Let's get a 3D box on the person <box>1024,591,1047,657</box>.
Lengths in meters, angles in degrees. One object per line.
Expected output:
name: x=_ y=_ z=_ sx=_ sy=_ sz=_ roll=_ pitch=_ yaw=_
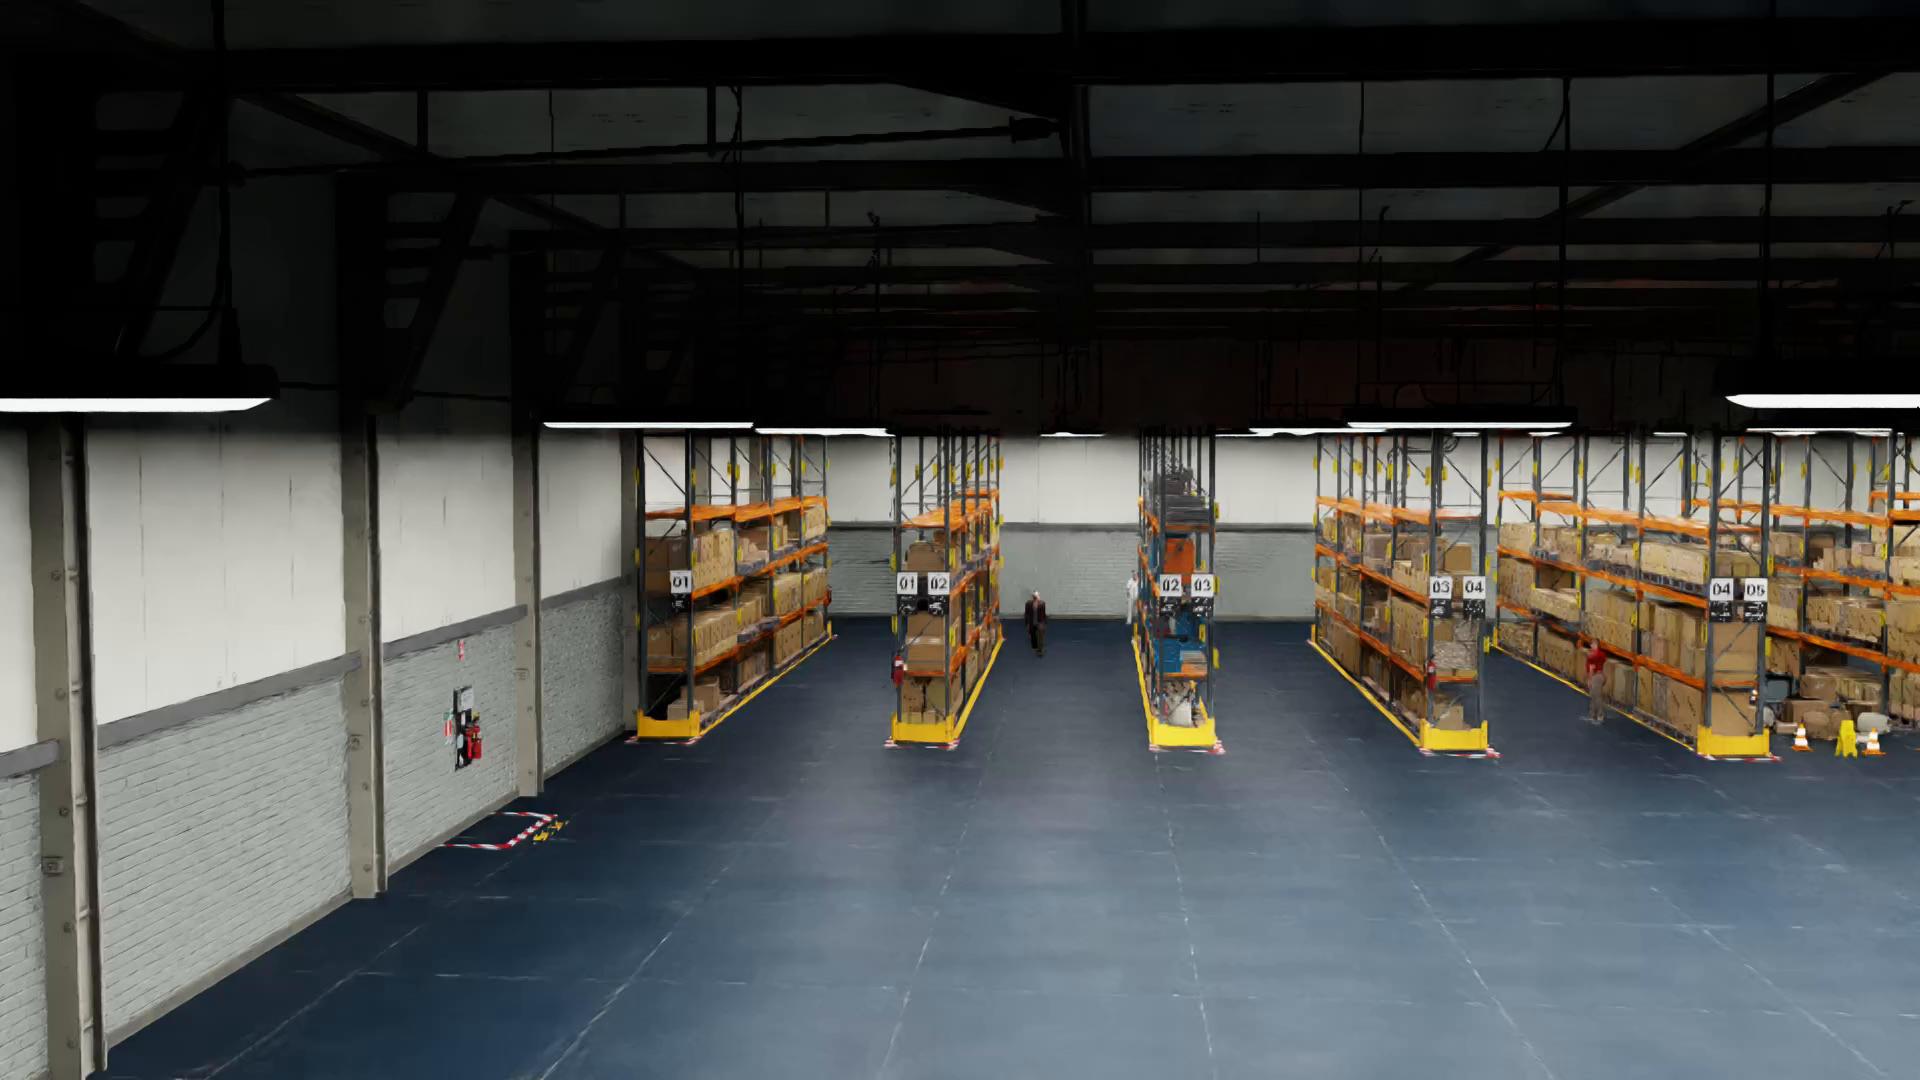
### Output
person: x=1.990 y=2.188 z=43.837 sx=0.598 sy=1.698 sz=1.192 roll=0 pitch=3 yaw=7

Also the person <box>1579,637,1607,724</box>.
person: x=12.751 y=2.809 z=33.468 sx=0.584 sy=1.723 sz=0.653 roll=2 pitch=4 yaw=35

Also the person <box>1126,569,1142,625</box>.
person: x=5.391 y=1.747 z=51.083 sx=0.533 sy=1.707 sz=1.040 roll=1 pitch=4 yaw=14
